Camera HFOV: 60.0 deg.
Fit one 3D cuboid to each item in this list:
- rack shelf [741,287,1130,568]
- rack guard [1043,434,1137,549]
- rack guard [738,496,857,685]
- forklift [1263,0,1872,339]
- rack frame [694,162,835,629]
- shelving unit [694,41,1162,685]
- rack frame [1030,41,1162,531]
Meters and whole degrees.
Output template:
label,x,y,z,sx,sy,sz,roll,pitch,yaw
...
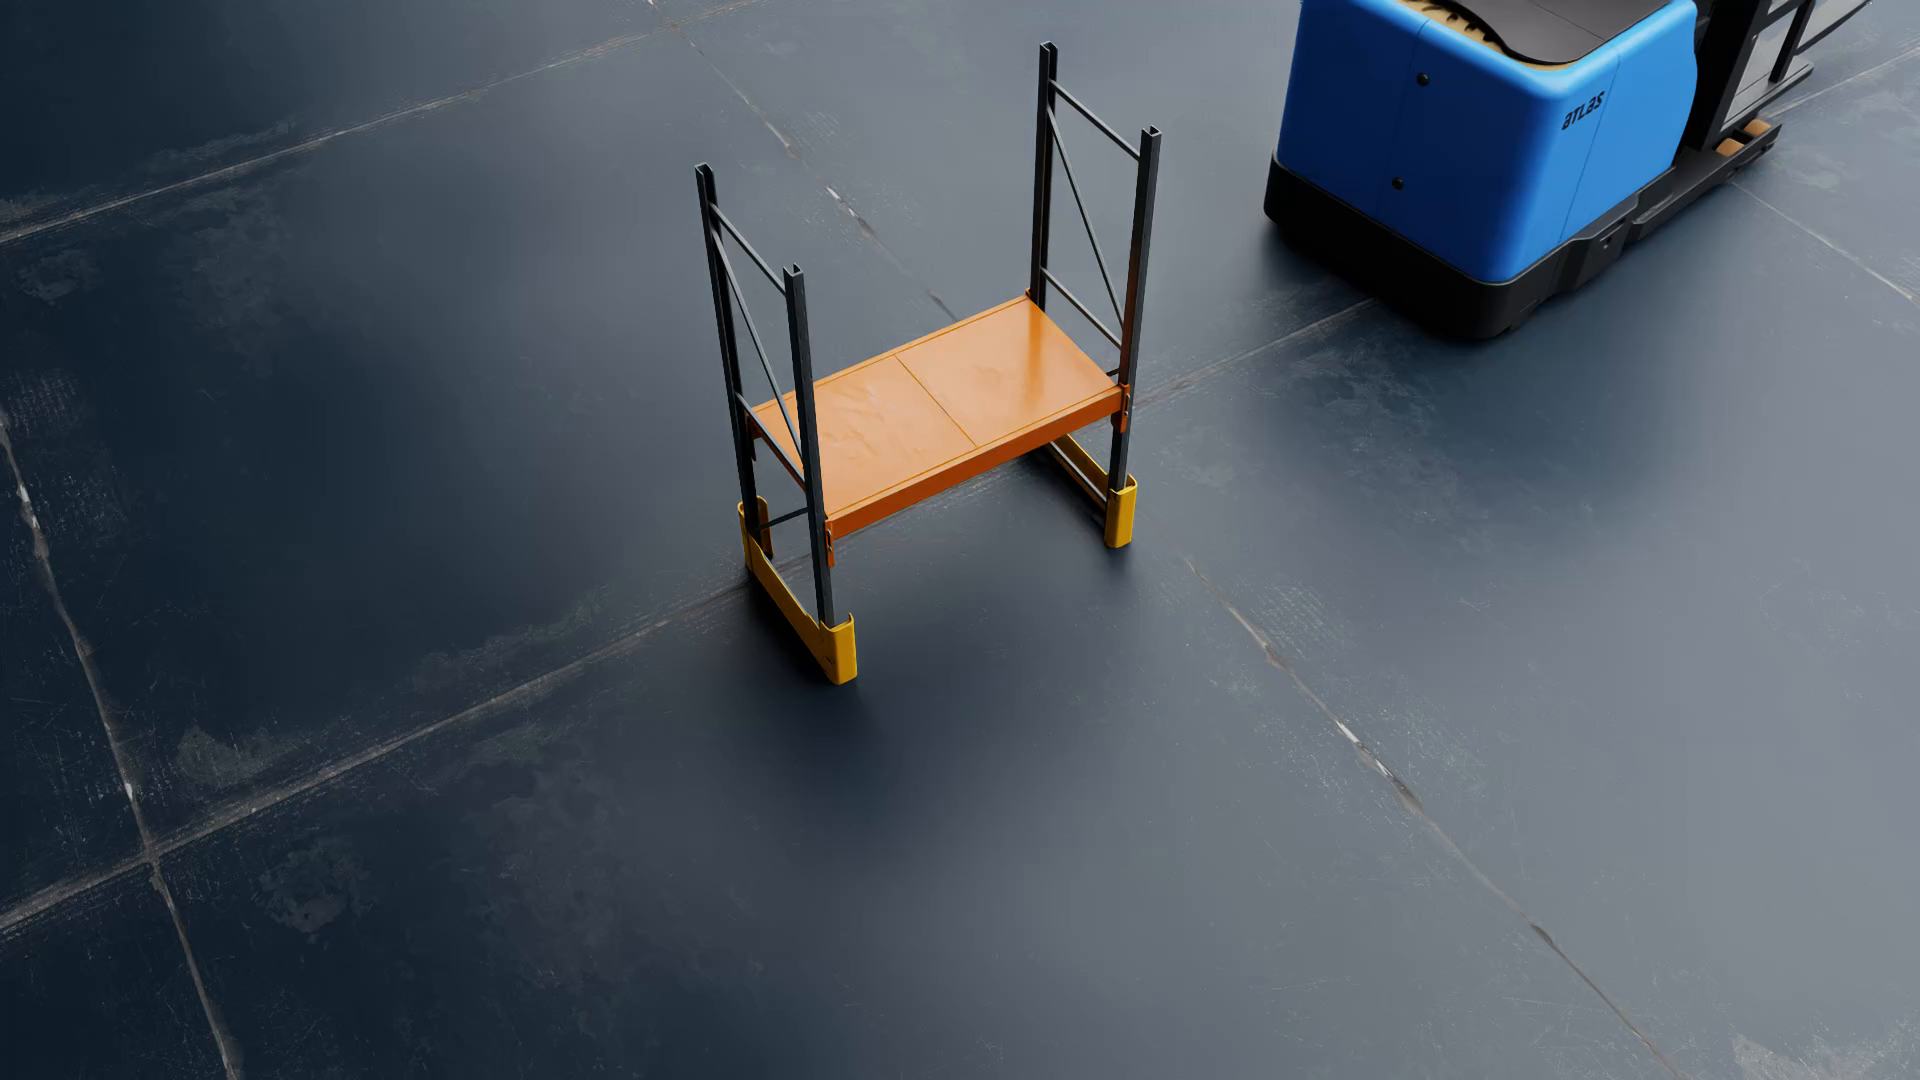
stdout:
label,x,y,z,sx,sy,sz,roll,pitch,yaw
rack shelf,-0.072,-0.345,4.794,1.000,0.185,0.538,-25,53,-21
rack guard,0.357,-0.251,5.306,0.087,0.250,0.587,-25,53,-21
rack guard,-0.486,0.146,4.953,0.087,0.250,0.587,-25,53,-21
forklift,2.581,-2.634,5.633,3.031,2.935,1.130,-33,56,-26
rack frame,-0.502,-0.262,4.479,0.032,1.500,0.500,-25,53,-21
shelving unit,-0.064,-0.468,4.663,1.083,1.500,0.587,-25,53,-21
rack frame,0.358,-0.667,4.840,0.032,1.500,0.500,-25,53,-21
